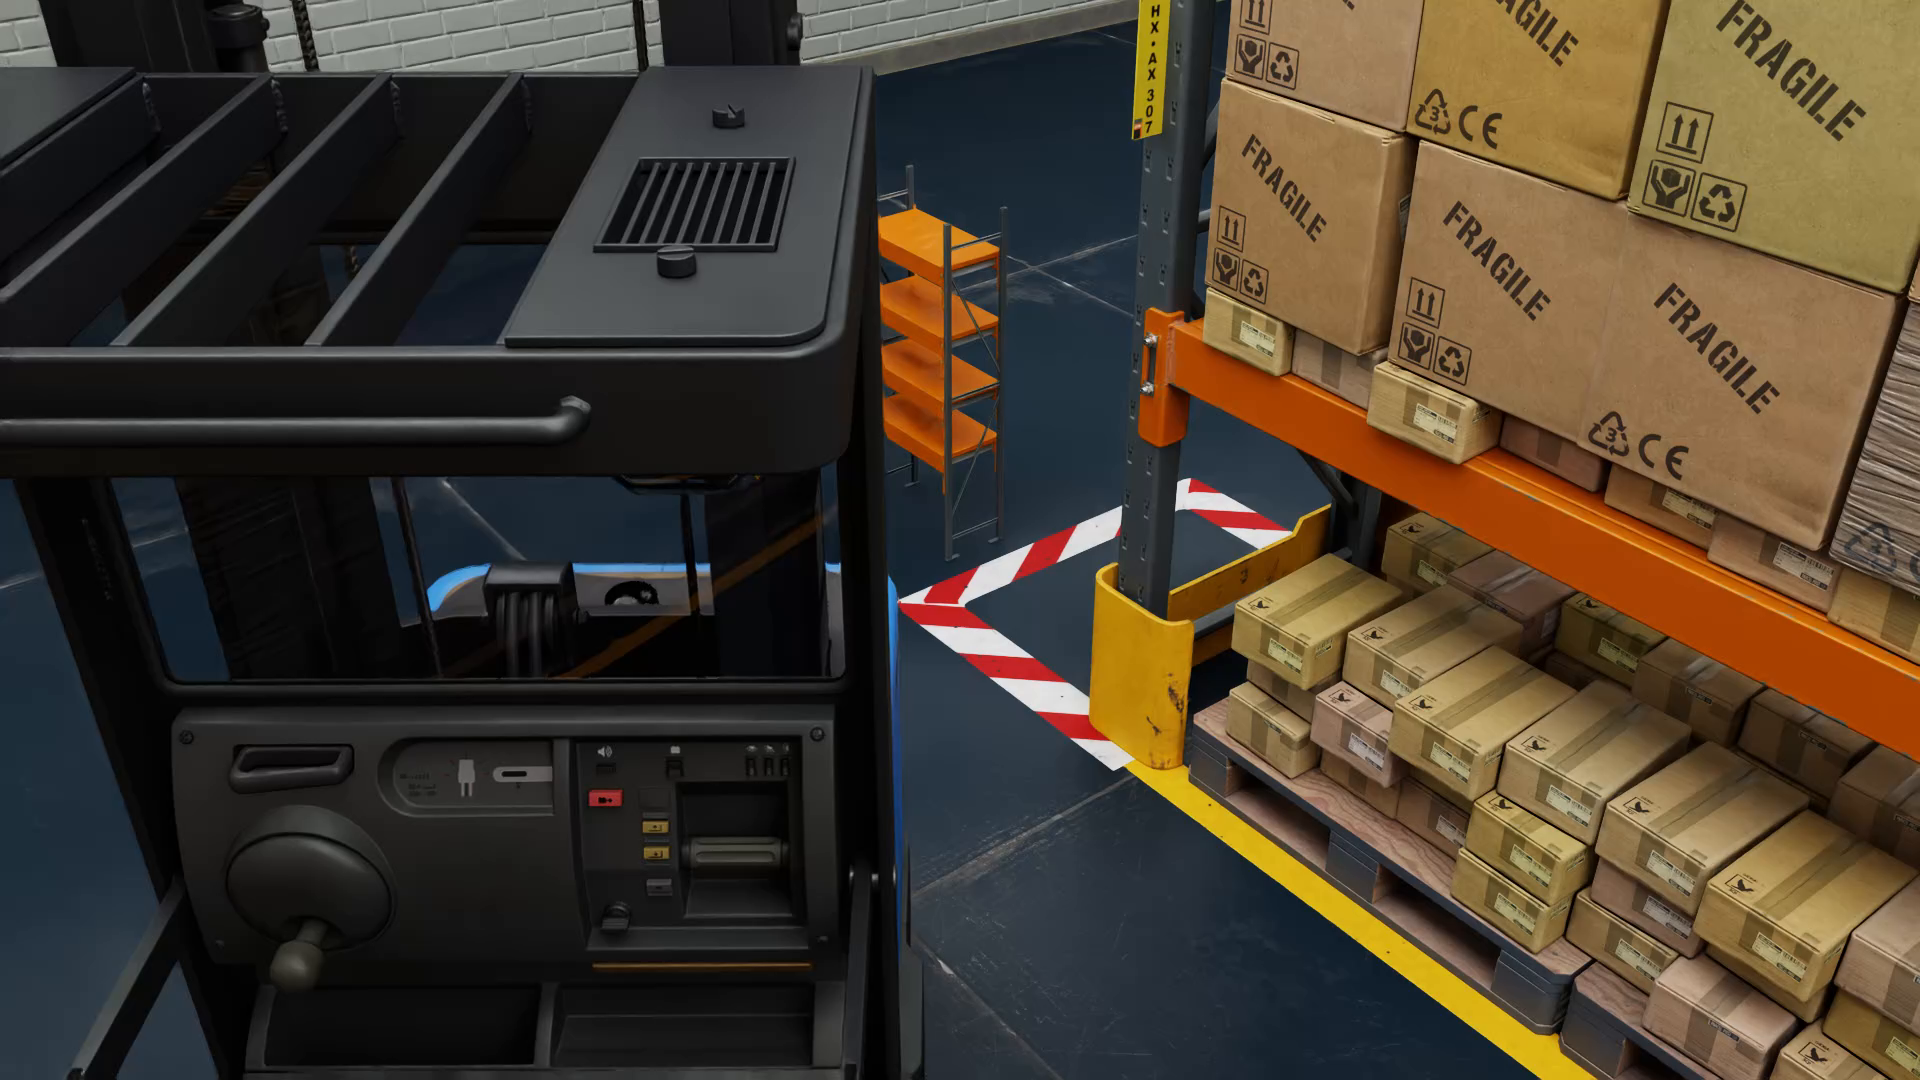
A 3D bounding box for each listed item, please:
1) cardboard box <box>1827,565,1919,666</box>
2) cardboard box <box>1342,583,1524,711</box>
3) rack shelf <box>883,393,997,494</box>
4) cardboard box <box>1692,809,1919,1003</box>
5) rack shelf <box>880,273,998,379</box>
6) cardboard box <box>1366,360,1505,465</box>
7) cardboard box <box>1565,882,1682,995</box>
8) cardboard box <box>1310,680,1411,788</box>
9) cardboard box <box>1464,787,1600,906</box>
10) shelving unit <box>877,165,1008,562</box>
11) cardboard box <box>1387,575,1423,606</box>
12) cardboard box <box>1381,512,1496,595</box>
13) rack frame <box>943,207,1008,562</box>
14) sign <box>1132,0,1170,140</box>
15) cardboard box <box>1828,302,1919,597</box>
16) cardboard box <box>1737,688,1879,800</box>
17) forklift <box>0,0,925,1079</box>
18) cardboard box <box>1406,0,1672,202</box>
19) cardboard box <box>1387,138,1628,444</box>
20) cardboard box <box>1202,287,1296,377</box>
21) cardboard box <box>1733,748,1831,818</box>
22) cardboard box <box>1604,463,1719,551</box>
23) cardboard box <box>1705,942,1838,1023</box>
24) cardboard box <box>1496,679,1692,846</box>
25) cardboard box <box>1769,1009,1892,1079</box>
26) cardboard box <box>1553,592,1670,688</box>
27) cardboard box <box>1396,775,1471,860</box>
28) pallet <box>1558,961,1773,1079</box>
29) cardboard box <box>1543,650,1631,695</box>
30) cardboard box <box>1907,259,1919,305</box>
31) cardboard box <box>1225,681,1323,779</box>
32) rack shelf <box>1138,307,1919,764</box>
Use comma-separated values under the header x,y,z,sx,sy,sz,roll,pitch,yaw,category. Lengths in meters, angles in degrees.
x,y,z,sx,sy,sz,roll,pitch,yaw,category
1.810,0.080,3.016,0.380,0.149,0.250,-21,37,-30,cardboard box
1.190,0.283,4.191,0.380,0.149,0.250,-22,38,-31,cardboard box
-0.102,-0.353,5.685,0.258,0.148,0.480,-22,38,-31,rack shelf
1.749,0.749,3.441,0.380,0.149,0.250,-22,38,-31,cardboard box
-0.101,-0.712,5.462,0.258,0.148,0.480,-22,38,-31,rack shelf
1.124,-0.331,3.678,0.380,0.149,0.250,-23,39,-33,cardboard box
1.626,0.855,3.835,0.380,0.149,0.250,-22,38,-31,cardboard box
1.115,0.439,4.222,0.380,0.149,0.250,-22,38,-32,cardboard box
1.406,0.654,3.875,0.380,0.149,0.250,-21,38,-30,cardboard box
-0.101,-0.579,5.545,0.258,1.200,0.503,-22,38,-31,shelving unit
1.422,0.133,4.715,0.380,0.149,0.250,-23,39,-33,cardboard box
1.398,0.017,4.619,0.380,0.149,0.250,-22,38,-31,cardboard box
0.048,-0.477,5.381,0.240,1.200,0.015,-22,38,-31,rack frame
0.444,-1.093,3.847,0.100,0.325,0.005,-22,38,-31,sign
1.886,-0.160,2.788,0.500,0.500,0.500,-23,39,-33,cardboard box
2.083,0.430,3.955,0.380,0.149,0.250,-21,37,-30,cardboard box
-0.637,0.489,2.185,1.130,2.935,3.031,0,32,0,forklift
1.253,-1.013,3.214,0.500,0.500,0.500,-21,38,-30,cardboard box
1.278,-0.579,3.462,0.500,0.500,0.500,-22,38,-31,cardboard box
0.813,-0.553,4.036,0.380,0.149,0.250,-23,38,-32,cardboard box
2.070,0.560,4.027,0.380,0.149,0.250,-22,38,-31,cardboard box
1.538,-0.147,3.381,0.380,0.149,0.250,-23,38,-32,cardboard box
1.843,0.834,3.586,0.380,0.149,0.250,-20,37,-29,cardboard box
1.461,0.506,3.832,0.380,0.149,0.250,-24,39,-34,cardboard box
1.901,1.094,3.450,0.380,0.149,0.250,-22,38,-31,cardboard box
1.766,0.208,4.313,0.380,0.149,0.250,-23,39,-32,cardboard box
1.324,0.637,4.185,0.380,0.149,0.250,-22,38,-31,cardboard box
2.134,1.173,3.661,1.003,0.211,1.213,-22,38,-31,pallet
1.742,0.349,4.367,0.380,0.149,0.250,-24,39,-33,cardboard box
1.870,-0.578,2.514,0.500,0.500,0.500,-24,39,-33,cardboard box
0.941,0.454,4.481,0.380,0.149,0.250,-21,38,-30,cardboard box
2.099,0.238,3.206,1.077,0.370,4.000,-22,38,-31,rack shelf
